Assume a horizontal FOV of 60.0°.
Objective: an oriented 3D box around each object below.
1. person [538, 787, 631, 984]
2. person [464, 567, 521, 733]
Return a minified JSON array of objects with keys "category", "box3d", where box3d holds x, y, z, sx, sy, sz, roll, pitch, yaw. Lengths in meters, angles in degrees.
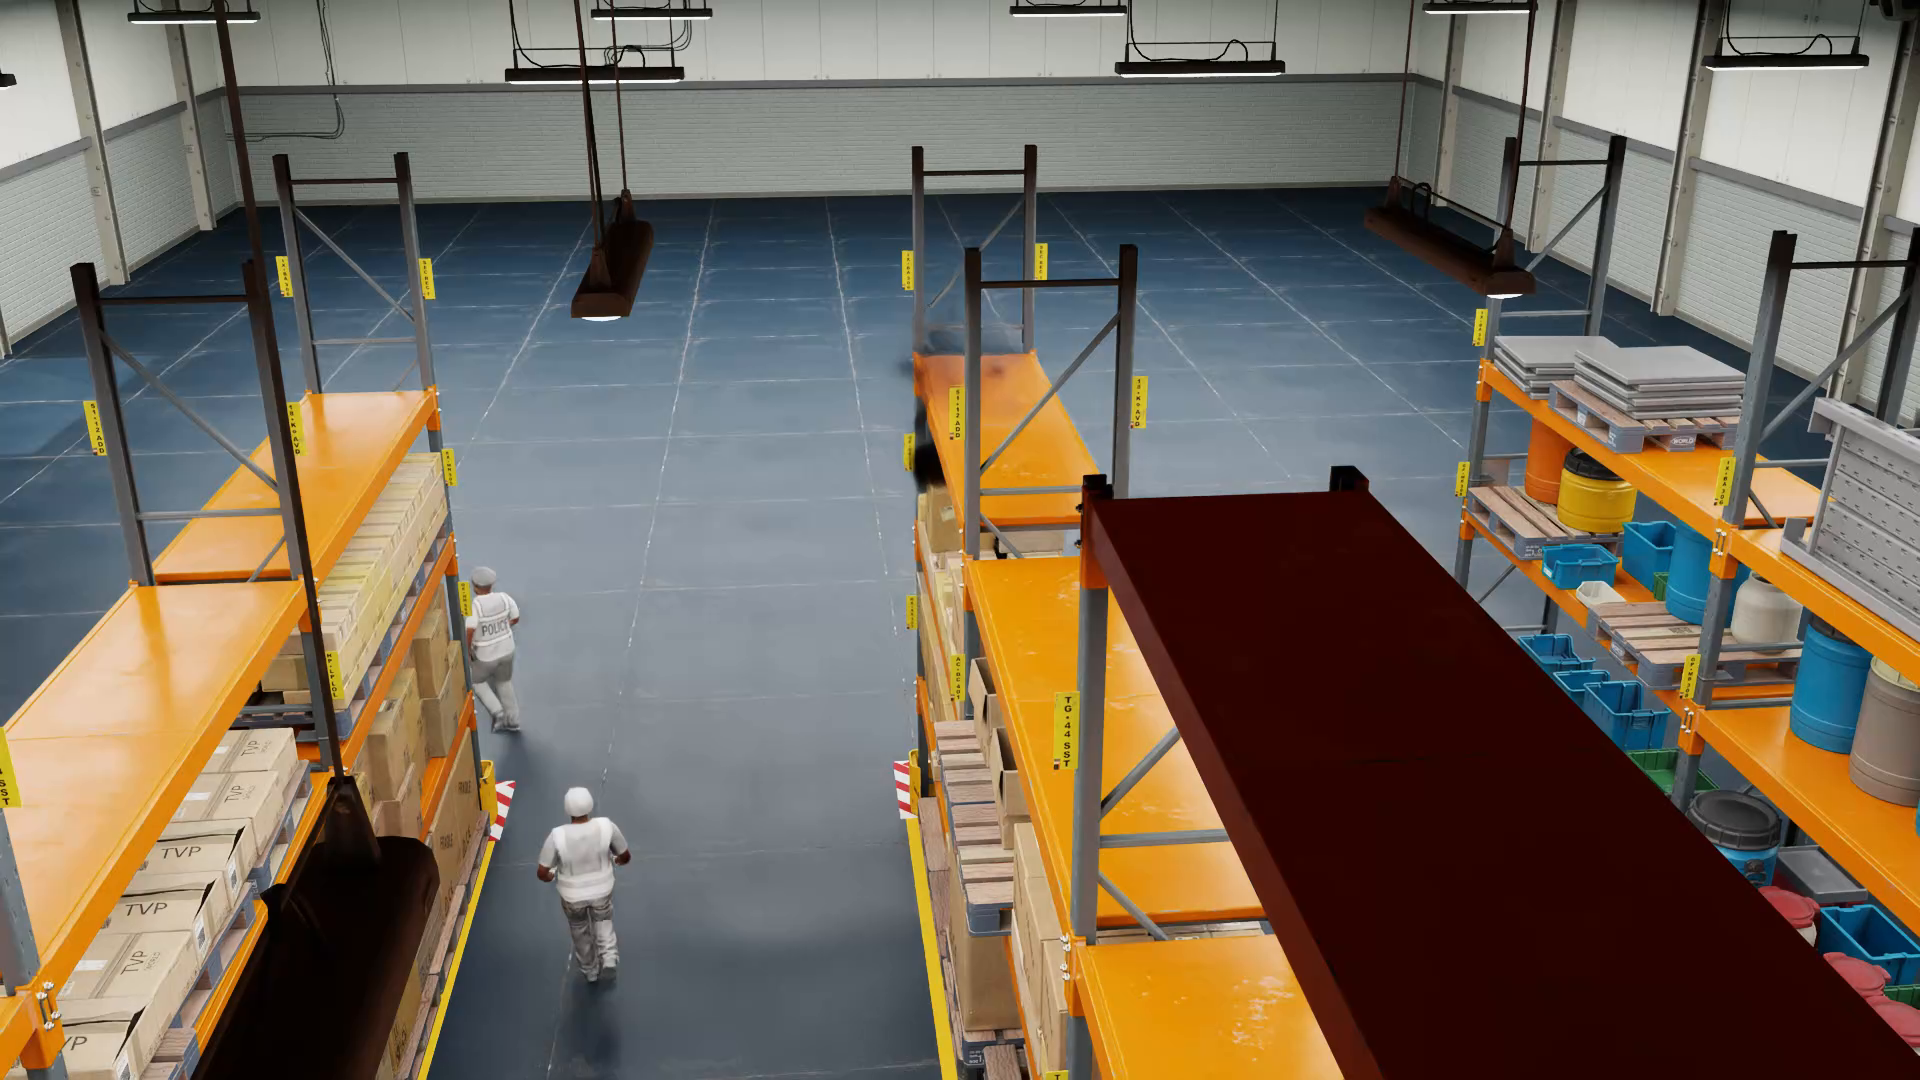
[{"category":"person","box3d":[-2.828,2.654,12.586,0.690,1.746,0.710,-7,23,-18]},{"category":"person","box3d":[-4.706,1.092,16.534,0.606,1.754,0.699,20,29,41]}]
